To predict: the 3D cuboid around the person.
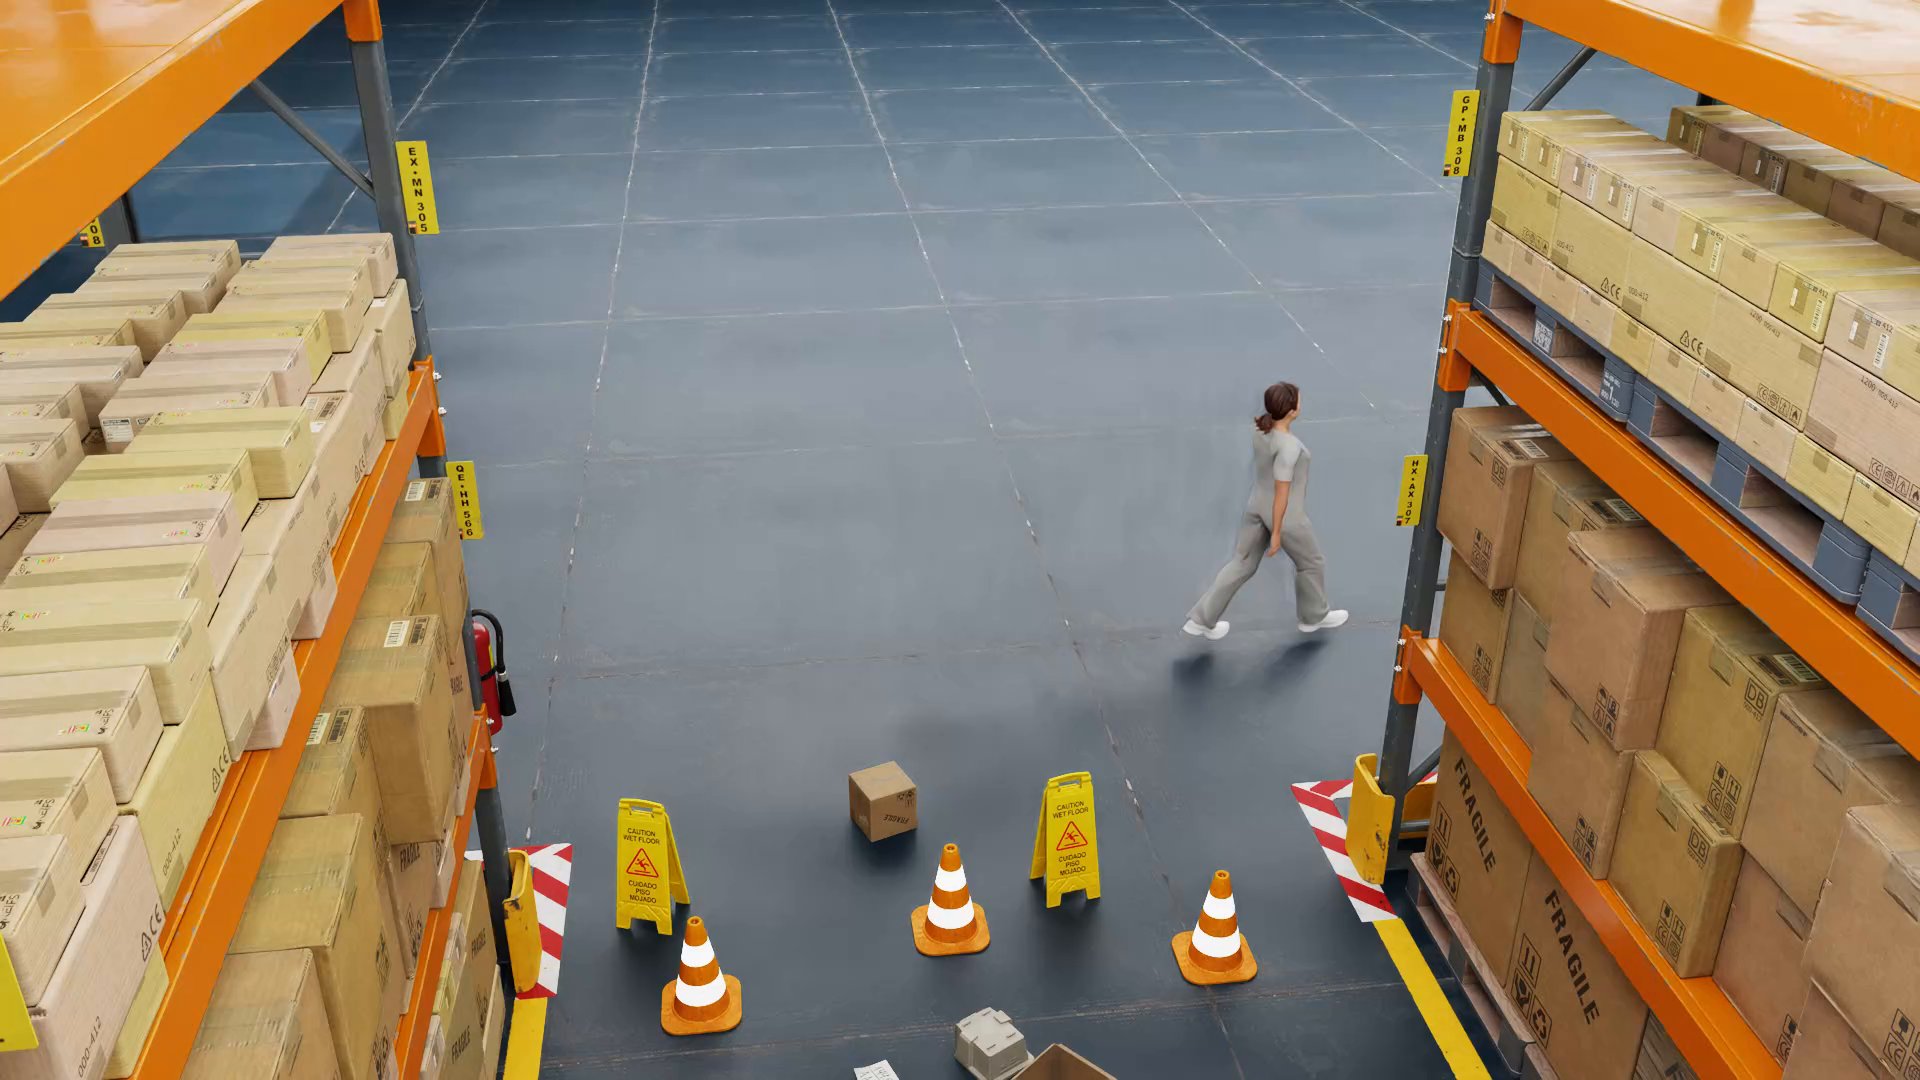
[{"bbox_3d":[1.784,-0.151,9.418,1.040,1.598,0.454,-13,30,-23],"label":"person"}]
